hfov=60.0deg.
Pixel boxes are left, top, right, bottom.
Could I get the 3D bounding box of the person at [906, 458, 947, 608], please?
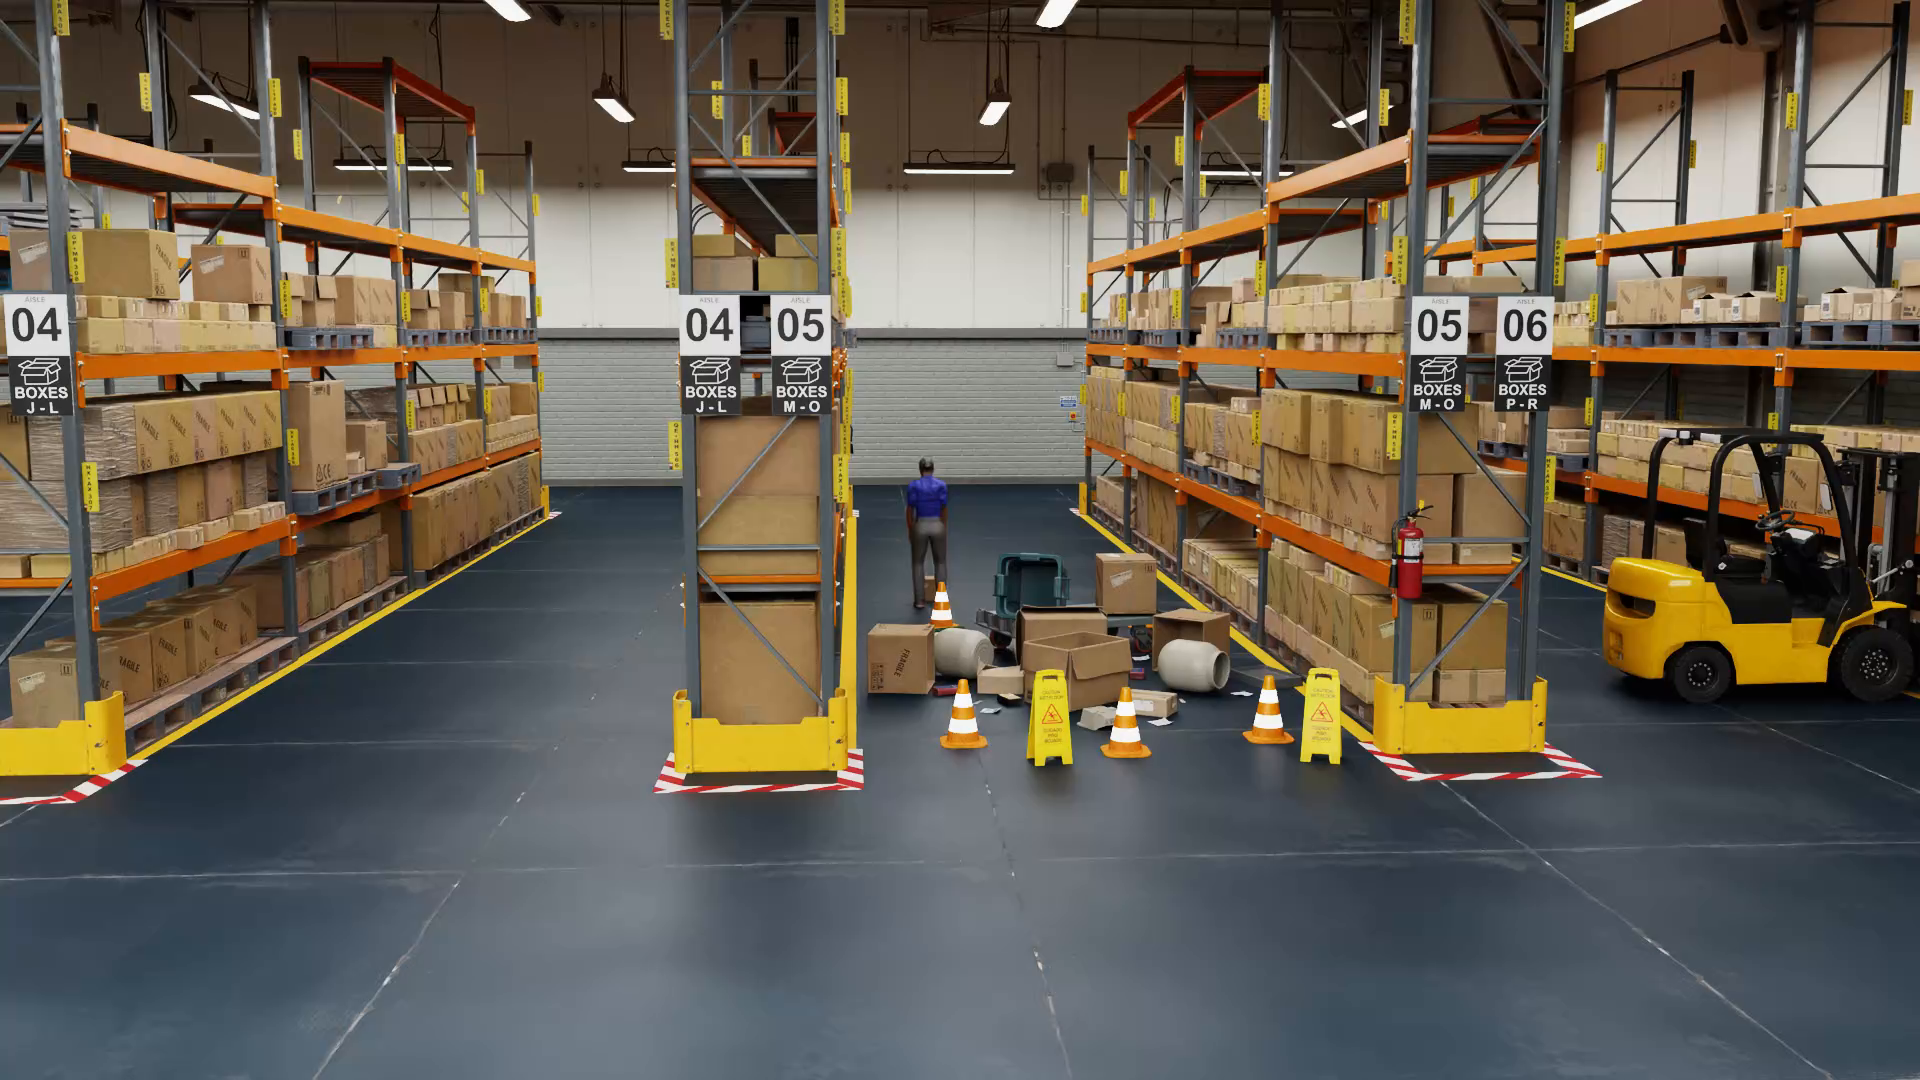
[{"bbox_3d":[-0.362,-0.071,18.019,0.447,1.631,0.337,0,7,-3],"label":"person"}]
